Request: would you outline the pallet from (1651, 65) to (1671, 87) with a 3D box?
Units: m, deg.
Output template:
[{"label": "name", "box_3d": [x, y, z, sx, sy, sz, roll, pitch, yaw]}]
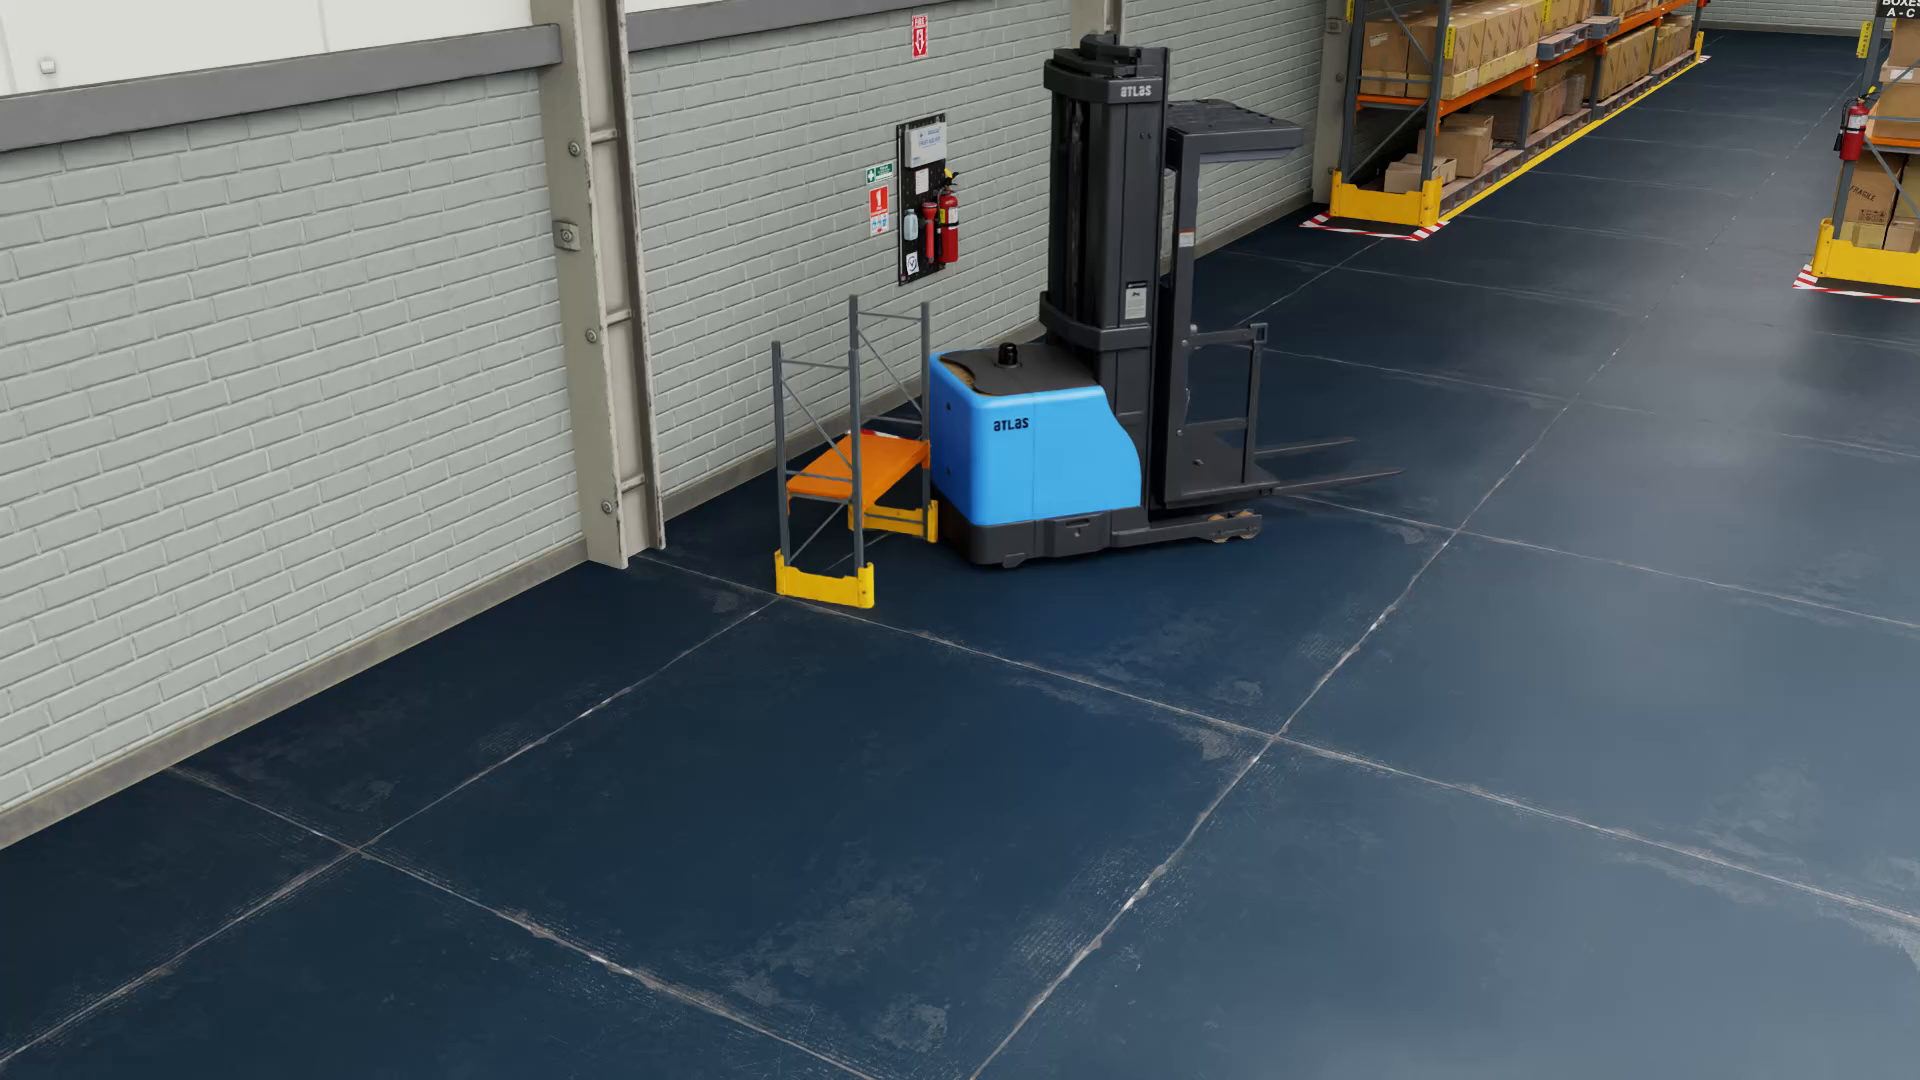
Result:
[{"label": "pallet", "box_3d": [11.467, -7.945, 28.336, 1.003, 0.211, 1.213, 14, 27, 29]}]

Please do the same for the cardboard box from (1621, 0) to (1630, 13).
[{"label": "cardboard box", "box_3d": [9.647, -8.111, 24.684, 0.500, 0.500, 0.500, 15, 28, 31]}]

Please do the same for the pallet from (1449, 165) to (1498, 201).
[{"label": "pallet", "box_3d": [5.812, -4.357, 20.049, 1.003, 0.211, 1.213, 14, 27, 29]}]

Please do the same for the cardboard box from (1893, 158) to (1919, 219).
[{"label": "cardboard box", "box_3d": [9.614, -3.476, 16.492, 0.500, 0.500, 0.500, 14, 27, 29]}]

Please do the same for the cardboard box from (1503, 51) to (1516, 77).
[{"label": "cardboard box", "box_3d": [6.265, -5.662, 19.716, 0.500, 0.250, 0.500, 14, 27, 29]}]

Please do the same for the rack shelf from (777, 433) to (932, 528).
[{"label": "rack shelf", "box_3d": [-0.597, -0.371, 9.671, 0.538, 0.185, 1.000, 9, 25, 19]}]

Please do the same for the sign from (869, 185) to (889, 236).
[{"label": "sign", "box_3d": [-0.576, -2.352, 11.862, 0.001, 0.329, 0.234, 14, 27, 29]}]

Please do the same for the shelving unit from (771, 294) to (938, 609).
[{"label": "shelving unit", "box_3d": [-0.594, -0.539, 9.607, 0.587, 1.500, 1.083, 9, 25, 19]}]

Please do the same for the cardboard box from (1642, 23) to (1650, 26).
[{"label": "cardboard box", "box_3d": [11.650, -8.818, 28.646, 0.380, 0.149, 0.250, 13, 27, 27]}]

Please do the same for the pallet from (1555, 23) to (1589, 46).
[{"label": "pallet", "box_3d": [7.880, -6.869, 22.584, 1.003, 0.211, 1.213, 14, 27, 29]}]

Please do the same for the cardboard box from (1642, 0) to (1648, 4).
[{"label": "cardboard box", "box_3d": [10.437, -8.625, 25.872, 0.500, 0.500, 0.500, 14, 27, 29]}]

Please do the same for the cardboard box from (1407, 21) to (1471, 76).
[{"label": "cardboard box", "box_3d": [5.177, -5.317, 17.975, 0.500, 0.500, 0.500, 14, 27, 29]}]

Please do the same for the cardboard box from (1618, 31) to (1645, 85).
[{"label": "cardboard box", "box_3d": [10.300, -7.643, 26.307, 0.750, 0.750, 0.750, 15, 27, 31]}]

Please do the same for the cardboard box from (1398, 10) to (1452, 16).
[{"label": "cardboard box", "box_3d": [5.280, -5.765, 19.012, 0.500, 0.500, 0.500, 13, 27, 28]}]

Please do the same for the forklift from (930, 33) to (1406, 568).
[{"label": "forklift", "box_3d": [1.338, -1.517, 10.064, 3.031, 2.935, 1.130, -8, 25, -17]}]

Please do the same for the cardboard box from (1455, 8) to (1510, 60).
[{"label": "cardboard box", "box_3d": [5.986, -5.831, 19.164, 0.500, 0.500, 0.500, 15, 27, 31]}]

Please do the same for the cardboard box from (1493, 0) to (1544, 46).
[{"label": "cardboard box", "box_3d": [6.793, -6.344, 20.349, 0.500, 0.500, 0.500, 14, 27, 29]}]

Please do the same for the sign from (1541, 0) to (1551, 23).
[{"label": "sign", "box_3d": [7.244, -6.570, 20.562, 0.100, 0.325, 0.005, 14, 27, 29]}]

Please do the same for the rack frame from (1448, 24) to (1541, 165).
[{"label": "rack frame", "box_3d": [6.779, -6.284, 20.990, 1.000, 3.000, 0.127, 14, 27, 29]}]

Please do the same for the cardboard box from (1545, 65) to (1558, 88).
[{"label": "cardboard box", "box_3d": [7.933, -6.425, 22.965, 0.500, 0.250, 0.500, 14, 27, 29]}]

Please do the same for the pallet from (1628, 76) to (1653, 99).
[{"label": "pallet", "box_3d": [10.656, -7.428, 27.143, 1.003, 0.211, 1.213, 14, 27, 29]}]

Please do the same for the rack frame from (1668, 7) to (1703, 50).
[{"label": "rack frame", "box_3d": [13.109, -10.334, 30.346, 1.000, 3.000, 0.127, 14, 27, 29]}]

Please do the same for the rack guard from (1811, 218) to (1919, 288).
[{"label": "rack guard", "box_3d": [8.867, -2.742, 15.954, 1.175, 0.500, 0.348, 14, 27, 29]}]

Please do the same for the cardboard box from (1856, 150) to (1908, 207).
[{"label": "cardboard box", "box_3d": [9.425, -3.756, 17.139, 0.500, 0.500, 0.500, 14, 27, 29]}]

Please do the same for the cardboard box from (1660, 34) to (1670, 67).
[{"label": "cardboard box", "box_3d": [11.749, -8.430, 28.564, 0.700, 0.500, 0.500, 14, 27, 28]}]

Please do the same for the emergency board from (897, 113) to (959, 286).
[{"label": "emergency board", "box_3d": [-0.197, -2.500, 12.250, 0.194, 1.169, 0.643, 14, 27, 29]}]

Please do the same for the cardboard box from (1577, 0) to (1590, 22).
[{"label": "cardboard box", "box_3d": [8.378, -7.527, 23.181, 0.700, 0.500, 0.500, 11, 26, 24]}]

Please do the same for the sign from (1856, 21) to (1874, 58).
[{"label": "sign", "box_3d": [8.426, -4.656, 15.473, 0.100, 0.325, 0.005, 14, 27, 29]}]

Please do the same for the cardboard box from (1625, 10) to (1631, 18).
[{"label": "cardboard box", "box_3d": [10.060, -8.111, 25.500, 0.380, 0.149, 0.250, 14, 27, 29]}]

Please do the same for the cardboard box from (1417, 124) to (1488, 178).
[{"label": "cardboard box", "box_3d": [5.841, -4.633, 19.769, 0.700, 0.500, 0.500, 12, 26, 26]}]

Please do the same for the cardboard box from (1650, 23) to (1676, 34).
[{"label": "cardboard box", "box_3d": [12.092, -8.812, 28.631, 0.380, 0.149, 0.250, 13, 27, 27]}]

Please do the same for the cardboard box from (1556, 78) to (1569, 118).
[{"label": "cardboard box", "box_3d": [8.183, -6.285, 23.586, 0.700, 0.500, 0.500, 14, 27, 29]}]

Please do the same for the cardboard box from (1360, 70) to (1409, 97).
[{"label": "cardboard box", "box_3d": [4.751, -5.073, 18.356, 0.500, 0.250, 0.500, 14, 27, 30]}]

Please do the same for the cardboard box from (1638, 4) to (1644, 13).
[{"label": "cardboard box", "box_3d": [10.499, -8.366, 26.092, 0.380, 0.149, 0.250, 14, 27, 29]}]

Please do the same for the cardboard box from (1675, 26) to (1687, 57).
[{"label": "cardboard box", "box_3d": [12.561, -8.954, 29.775, 0.700, 0.500, 0.500, 14, 27, 29]}]

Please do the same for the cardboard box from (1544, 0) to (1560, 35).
[{"label": "cardboard box", "box_3d": [7.378, -6.884, 21.695, 0.700, 0.500, 0.500, 17, 29, 34]}]

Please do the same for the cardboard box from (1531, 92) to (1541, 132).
[{"label": "cardboard box", "box_3d": [7.383, -5.776, 22.408, 0.700, 0.500, 0.500, 13, 27, 28]}]

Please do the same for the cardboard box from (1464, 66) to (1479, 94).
[{"label": "cardboard box", "box_3d": [5.458, -5.151, 18.536, 0.500, 0.250, 0.500, 13, 27, 27]}]

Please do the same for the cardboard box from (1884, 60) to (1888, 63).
[{"label": "cardboard box", "box_3d": [9.056, -4.498, 15.923, 0.380, 0.149, 0.250, 15, 27, 30]}]

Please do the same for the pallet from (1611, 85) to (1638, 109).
[{"label": "pallet", "box_3d": [10.014, -7.015, 26.188, 1.003, 0.211, 1.213, 14, 27, 29]}]

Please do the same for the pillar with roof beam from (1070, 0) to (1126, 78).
[{"label": "pillar with roof beam", "box_3d": [4.796, -5.177, 10.883, 9.100, 9.000, 0.400, 14, 27, 29]}]

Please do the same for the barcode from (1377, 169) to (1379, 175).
[{"label": "barcode", "box_3d": [4.781, -4.211, 19.020, 0.001, 0.075, 0.075, 14, 27, 29]}]

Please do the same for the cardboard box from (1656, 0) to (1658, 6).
[{"label": "cardboard box", "box_3d": [11.061, -8.705, 26.873, 0.380, 0.149, 0.250, 14, 27, 29]}]

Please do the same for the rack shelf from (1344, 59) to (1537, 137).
[{"label": "rack shelf", "box_3d": [5.724, -5.279, 19.574, 1.077, 0.370, 4.000, 14, 27, 29]}]

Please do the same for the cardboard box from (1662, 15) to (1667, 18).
[{"label": "cardboard box", "box_3d": [12.454, -9.333, 29.835, 0.380, 0.149, 0.250, 14, 27, 29]}]

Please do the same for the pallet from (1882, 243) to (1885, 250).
[{"label": "pallet", "box_3d": [9.248, -2.884, 16.647, 1.003, 0.211, 1.213, 14, 27, 29]}]

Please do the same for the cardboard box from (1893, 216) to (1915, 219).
[{"label": "cardboard box", "box_3d": [9.612, -3.132, 16.641, 0.500, 0.250, 0.500, 14, 27, 29]}]

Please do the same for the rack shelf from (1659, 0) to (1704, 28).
[{"label": "rack shelf", "box_3d": [12.054, -9.329, 28.930, 1.077, 0.370, 4.000, 14, 27, 29]}]

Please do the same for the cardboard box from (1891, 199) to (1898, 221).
[{"label": "cardboard box", "box_3d": [9.427, -3.411, 17.287, 0.500, 0.250, 0.500, 14, 27, 29]}]

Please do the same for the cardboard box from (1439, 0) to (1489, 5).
[{"label": "cardboard box", "box_3d": [6.078, -6.280, 20.200, 0.500, 0.500, 0.500, 14, 27, 29]}]
